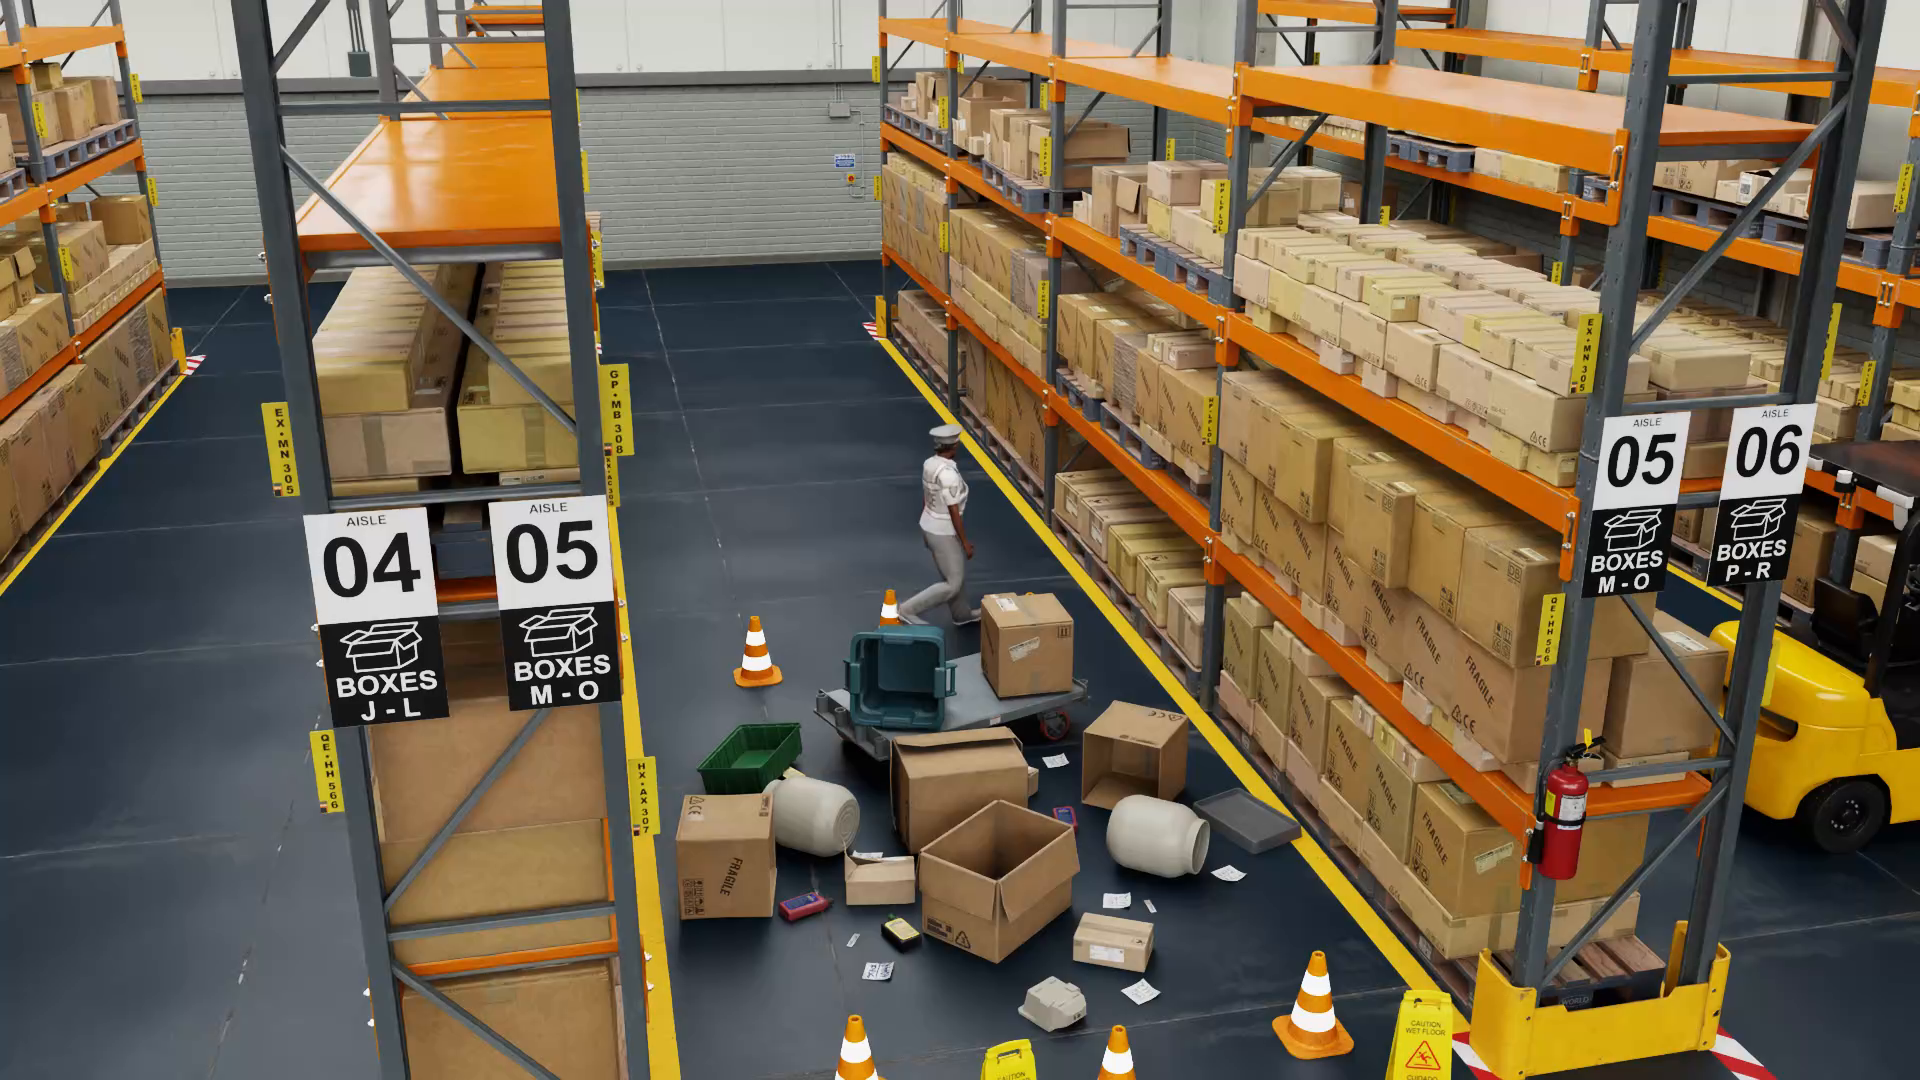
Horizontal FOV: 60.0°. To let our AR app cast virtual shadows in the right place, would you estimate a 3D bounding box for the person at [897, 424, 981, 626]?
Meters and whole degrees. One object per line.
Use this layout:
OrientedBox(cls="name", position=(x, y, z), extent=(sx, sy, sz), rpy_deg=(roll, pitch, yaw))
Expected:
OrientedBox(cls="person", position=(-0.124, -0.034, 12.459), extent=(0.834, 1.634, 0.603), rpy_deg=(-5, 20, -14))
